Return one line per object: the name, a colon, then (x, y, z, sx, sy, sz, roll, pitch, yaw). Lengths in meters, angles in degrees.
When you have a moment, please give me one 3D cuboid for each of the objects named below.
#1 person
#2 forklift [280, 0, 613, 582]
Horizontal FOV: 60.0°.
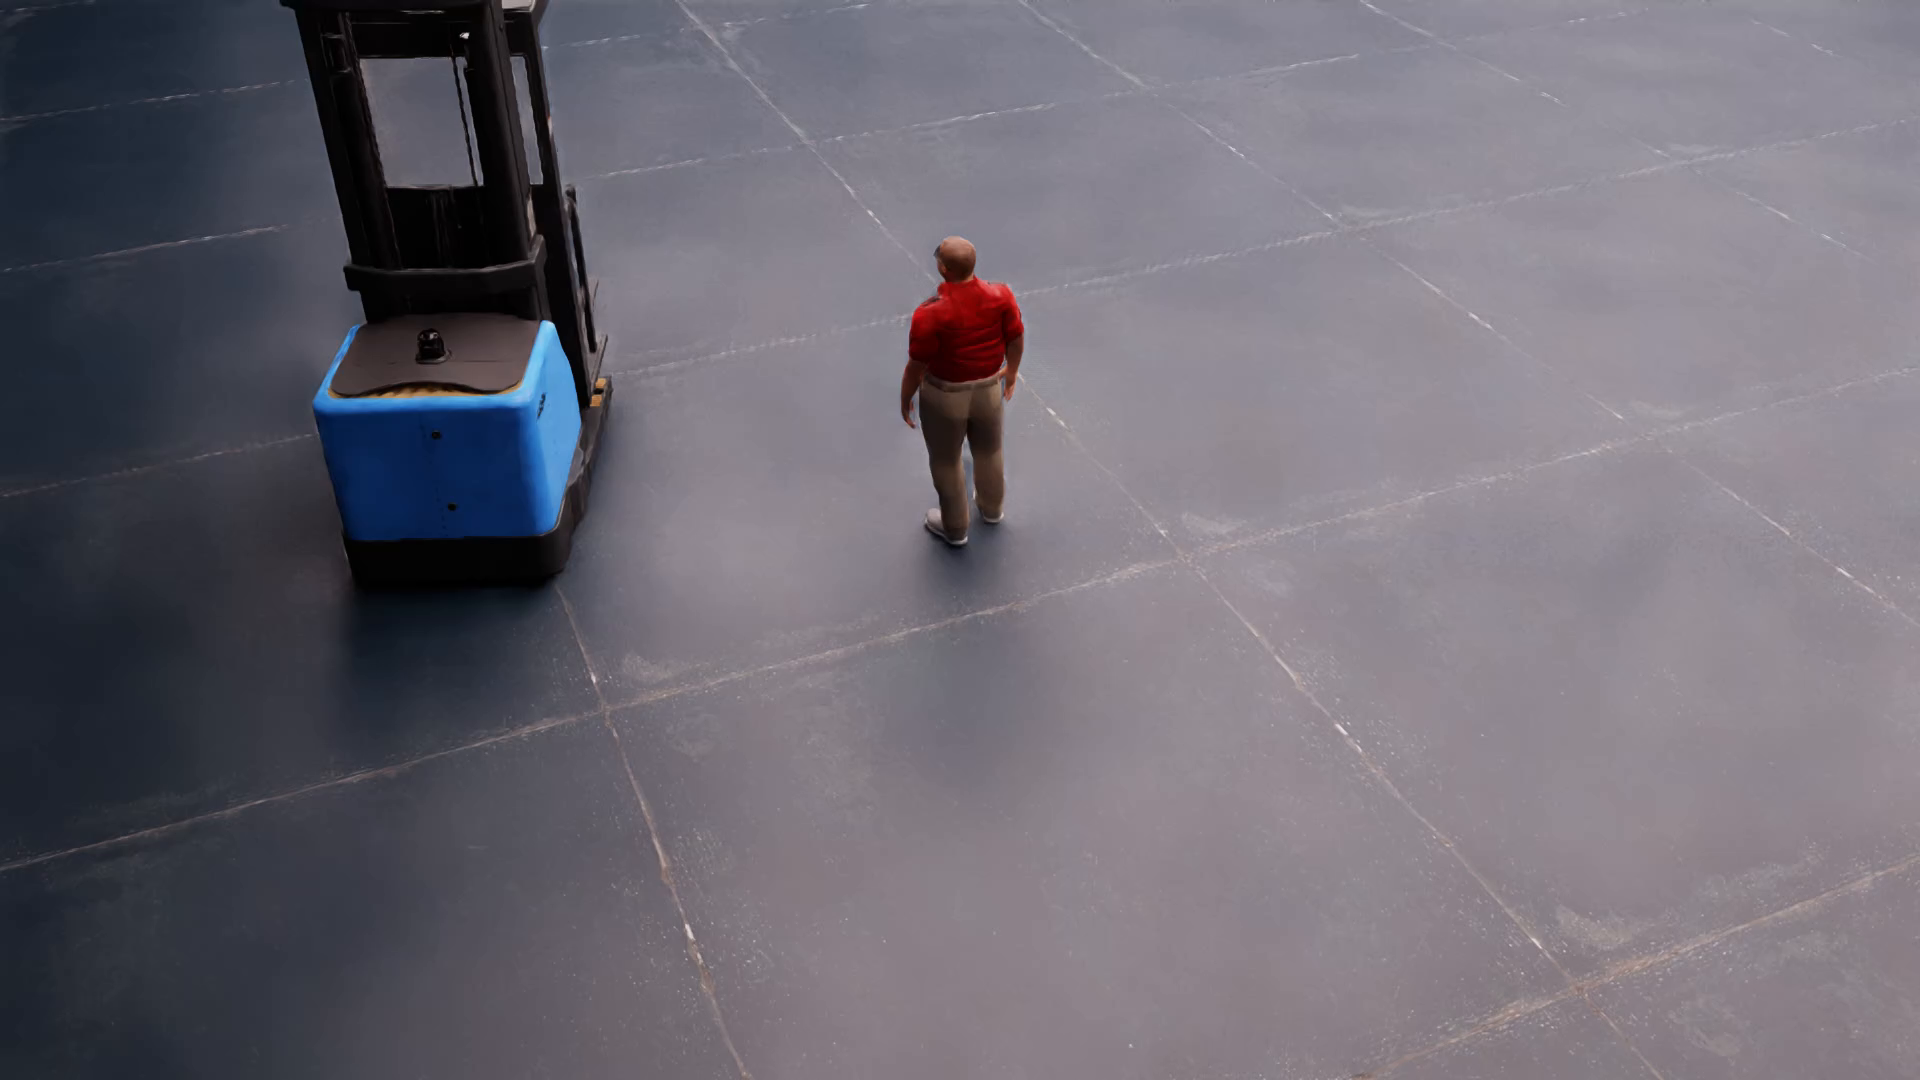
person: (-0.024, -0.761, 8.194, 0.640, 1.726, 0.550, -14, 38, -19)
forklift: (-2.579, -1.819, 8.656, 1.130, 2.935, 3.031, -2, 35, -2)
